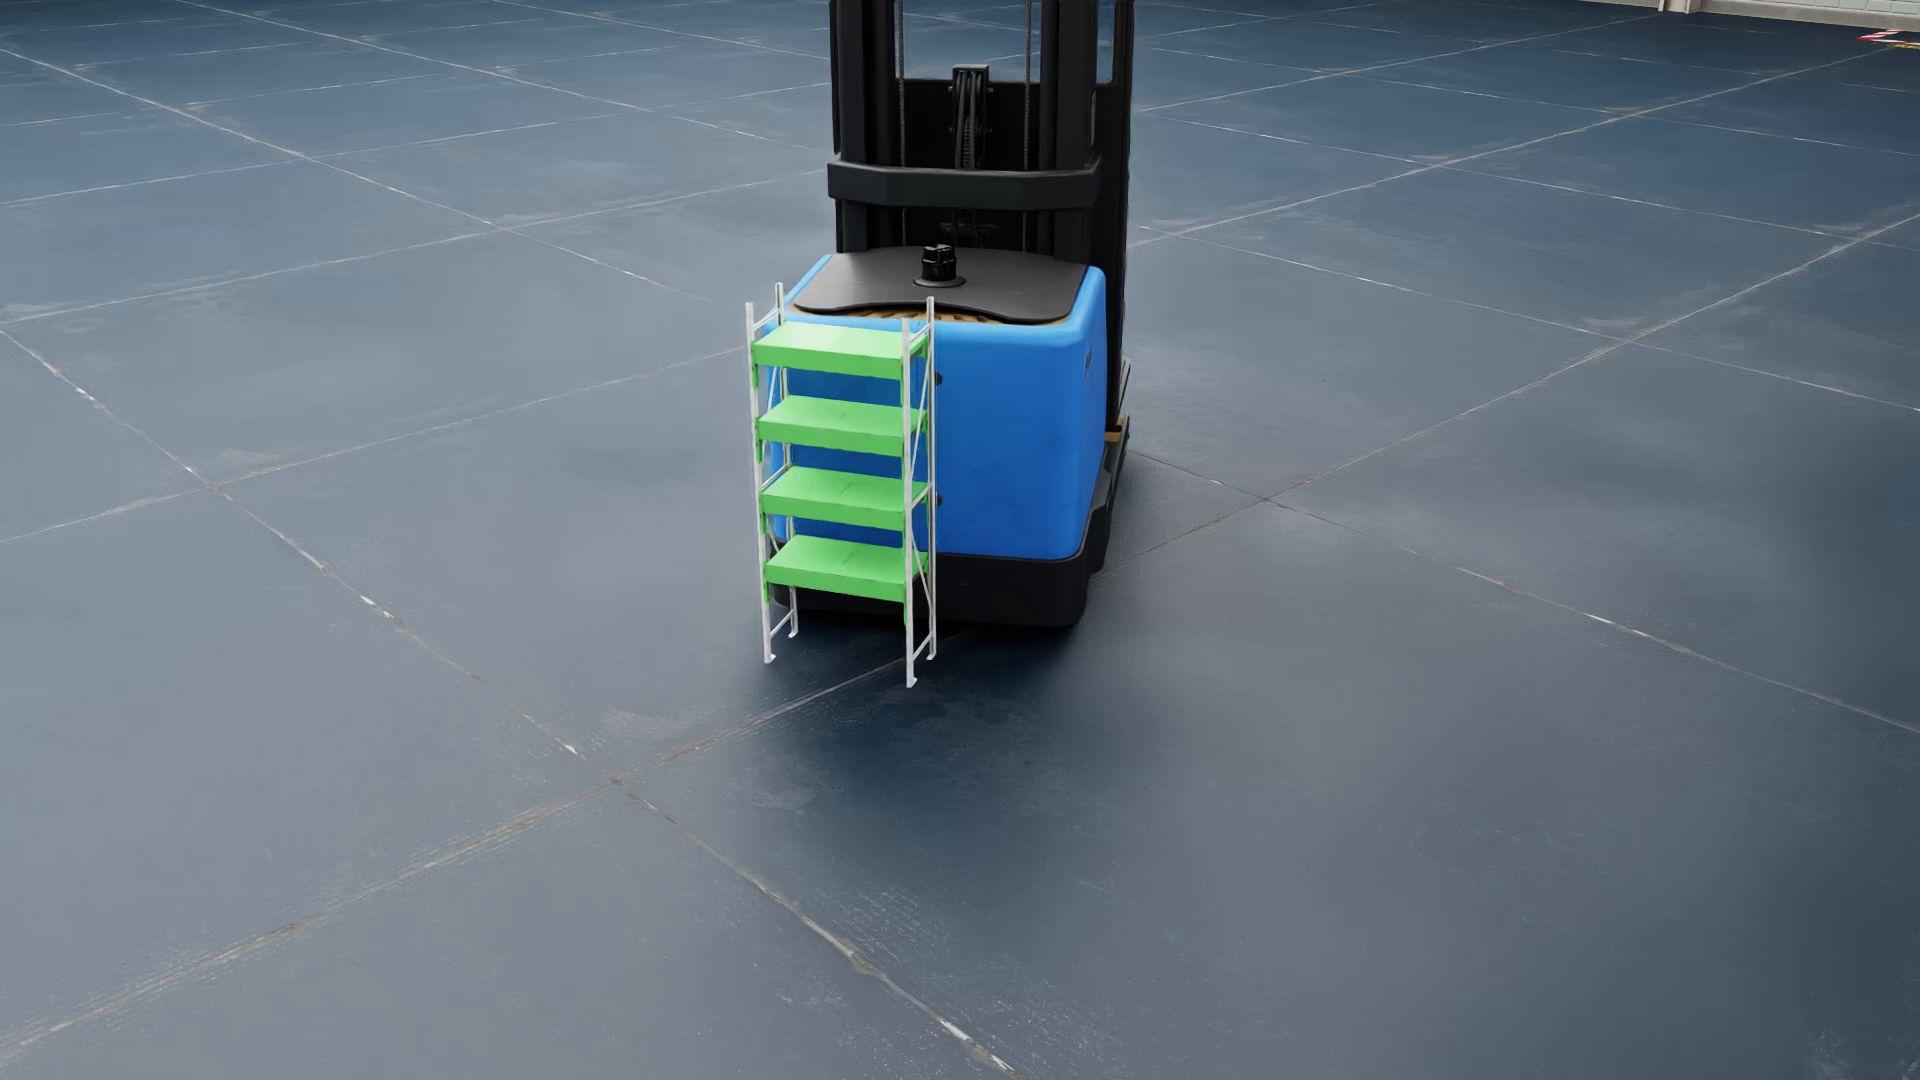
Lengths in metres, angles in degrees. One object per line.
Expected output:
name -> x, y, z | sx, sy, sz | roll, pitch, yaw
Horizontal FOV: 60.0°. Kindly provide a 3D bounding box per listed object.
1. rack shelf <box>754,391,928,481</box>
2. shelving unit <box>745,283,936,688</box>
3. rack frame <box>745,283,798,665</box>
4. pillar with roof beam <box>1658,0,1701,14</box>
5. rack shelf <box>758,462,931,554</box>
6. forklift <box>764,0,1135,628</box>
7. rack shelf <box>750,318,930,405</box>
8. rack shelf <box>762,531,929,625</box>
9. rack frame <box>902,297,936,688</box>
rack shelf -> -0.354, -0.321, 5.083 | 0.480, 0.148, 0.258 | 8, 25, 16
shelving unit -> -0.354, -0.161, 5.156 | 0.503, 1.200, 0.258 | 8, 25, 16
rack frame -> -0.586, -0.192, 5.224 | 0.015, 1.200, 0.240 | 8, 25, 16
pillar with roof beam -> 5.787, -9.442, 16.104 | 9.100, 9.000, 0.400 | -21, 32, -38
rack shelf -> -0.354, -0.102, 5.182 | 0.480, 0.148, 0.258 | 8, 25, 16
forklift -> 0.116, -1.629, 6.289 | 1.130, 2.935, 3.031 | 4, 25, 9
rack shelf -> -0.354, -0.540, 4.984 | 0.480, 0.148, 0.258 | 8, 25, 16
rack shelf -> -0.354, 0.116, 5.281 | 0.480, 0.148, 0.258 | 8, 25, 16
rack frame -> -0.122, -0.129, 5.087 | 0.015, 1.200, 0.240 | 8, 25, 16
